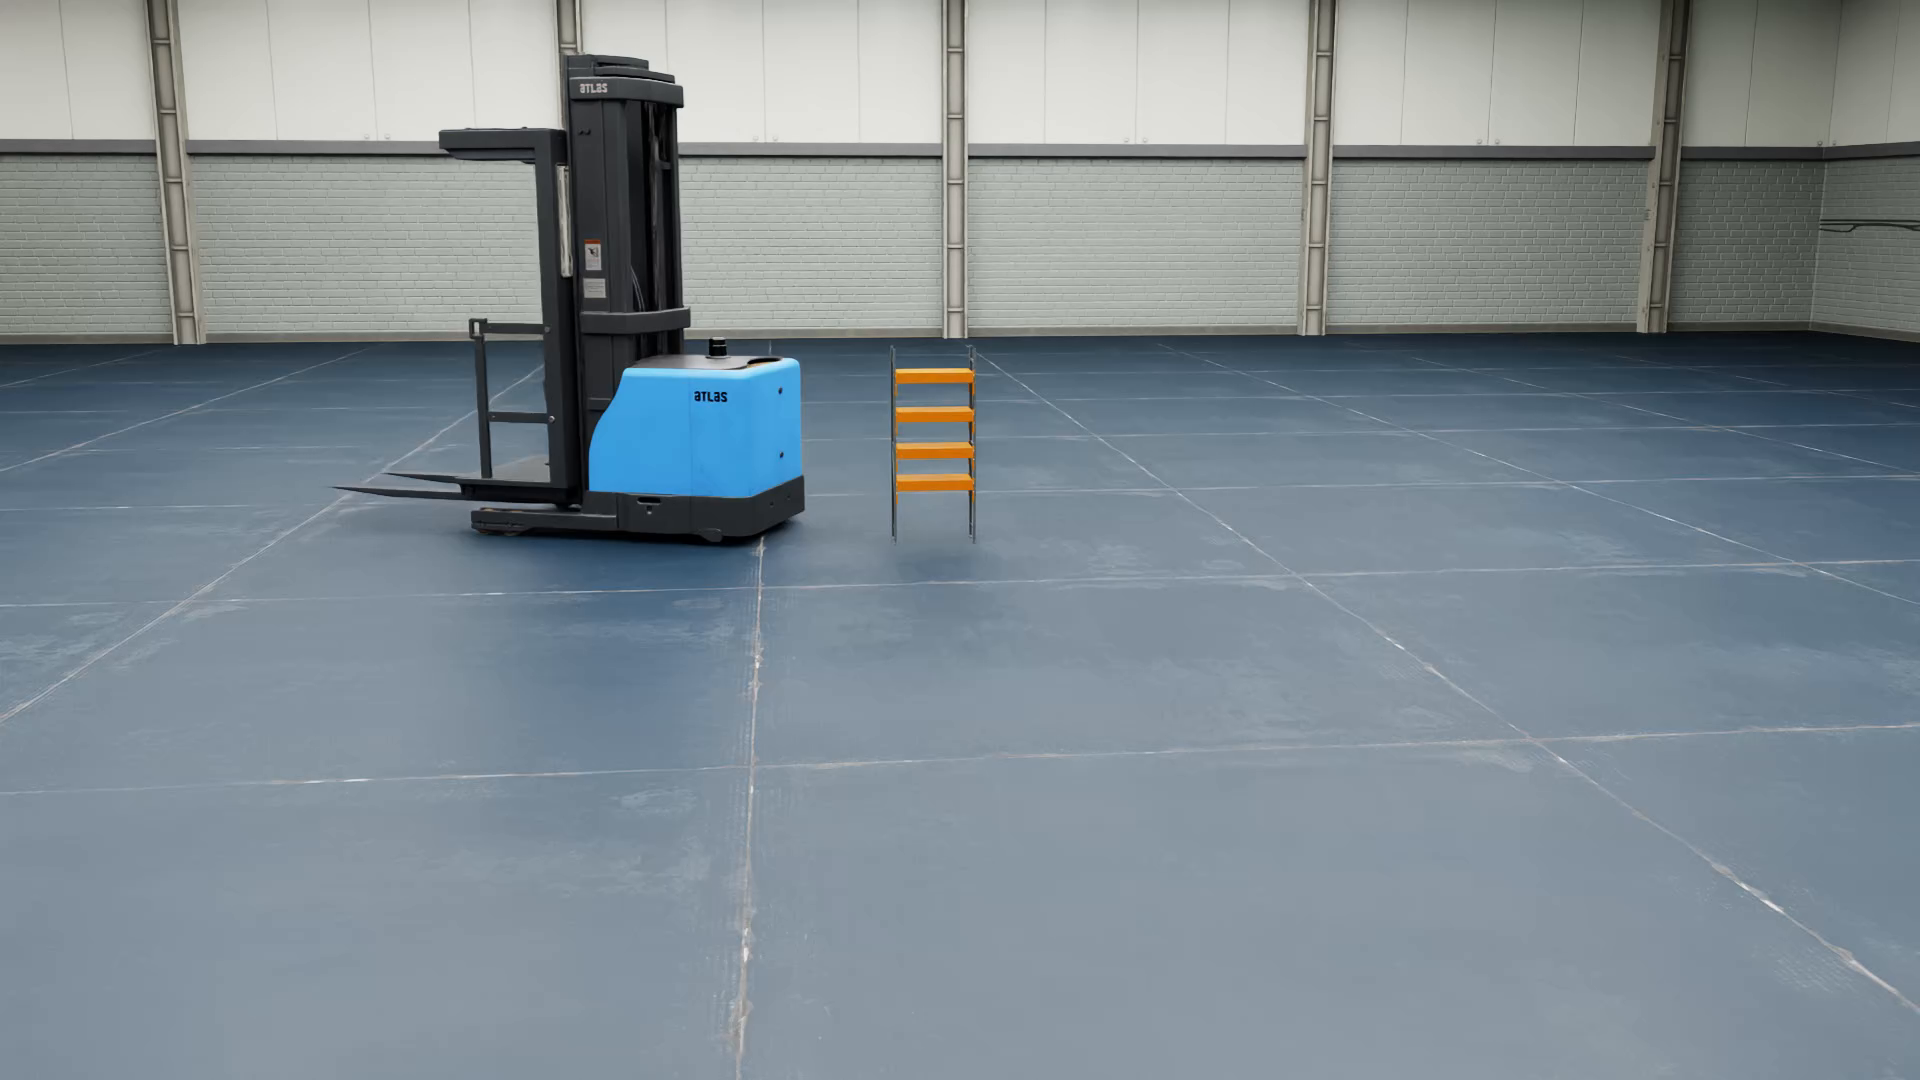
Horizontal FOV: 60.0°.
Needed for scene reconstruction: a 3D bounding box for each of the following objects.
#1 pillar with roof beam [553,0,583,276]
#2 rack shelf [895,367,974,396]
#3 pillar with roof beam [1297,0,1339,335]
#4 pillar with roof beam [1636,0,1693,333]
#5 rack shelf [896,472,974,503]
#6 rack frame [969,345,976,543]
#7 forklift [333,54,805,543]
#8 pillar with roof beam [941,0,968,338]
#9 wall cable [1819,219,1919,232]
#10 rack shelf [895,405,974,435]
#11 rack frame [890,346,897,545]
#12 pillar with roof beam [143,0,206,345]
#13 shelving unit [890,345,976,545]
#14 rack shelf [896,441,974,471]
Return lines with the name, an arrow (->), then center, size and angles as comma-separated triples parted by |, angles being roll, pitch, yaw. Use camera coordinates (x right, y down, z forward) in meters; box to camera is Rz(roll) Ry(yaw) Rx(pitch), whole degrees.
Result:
pillar with roof beam -> -5.585, -6.781, 21.531 | 0.400, 9.000, 9.100 | -1, 11, -6
rack shelf -> -0.165, -0.971, 10.159 | 0.480, 0.148, 0.258 | -1, 11, -6
pillar with roof beam -> 6.345, -7.031, 22.803 | 0.400, 9.000, 9.100 | -1, 11, -6
pillar with roof beam -> 12.310, -7.156, 23.439 | 0.400, 9.000, 9.100 | -1, 11, -6
rack shelf -> -0.165, -0.324, 10.286 | 0.480, 0.148, 0.258 | -1, 11, -6
rack frame -> 0.078, -0.590, 10.261 | 0.015, 1.200, 0.240 | -1, 11, -6
forklift -> -2.601, -1.556, 10.686 | 3.031, 2.935, 1.130 | 3, 12, 15
pillar with roof beam -> 0.380, -6.906, 22.167 | 0.400, 9.000, 9.100 | -1, 11, -6
wall cable -> 14.916, -6.265, 26.960 | 0.112, 2.526, 3.097 | -1, 11, -6
rack shelf -> -0.165, -0.739, 10.205 | 0.480, 0.148, 0.258 | -1, 11, -6
rack frame -> -0.407, -0.580, 10.209 | 0.015, 1.200, 0.240 | -1, 11, -6
pillar with roof beam -> -11.550, -6.656, 20.895 | 0.400, 9.000, 9.100 | -1, 11, -6
shelving unit -> -0.165, -0.585, 10.235 | 0.503, 1.200, 0.258 | -1, 11, -6
rack shelf -> -0.165, -0.519, 10.248 | 0.480, 0.148, 0.258 | -1, 11, -6
